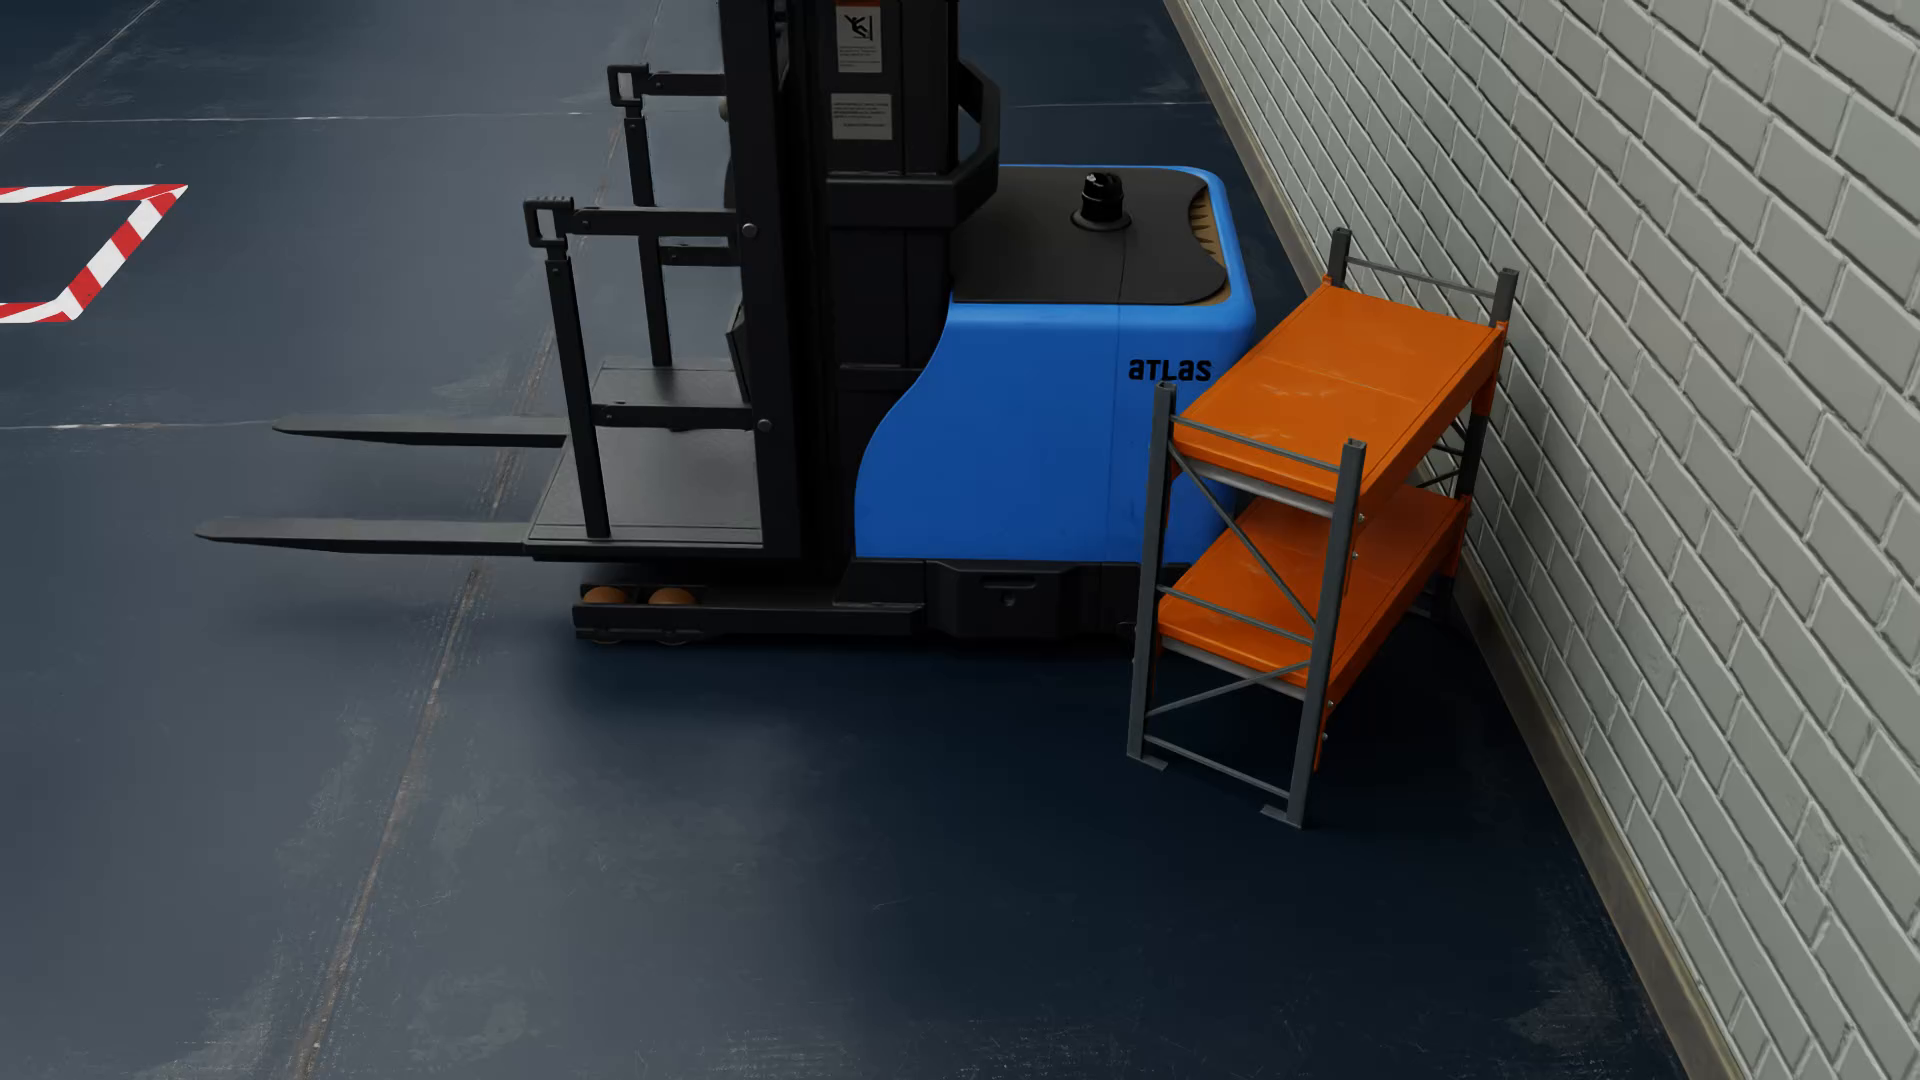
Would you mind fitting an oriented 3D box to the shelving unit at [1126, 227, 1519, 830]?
[{"bbox_3d":[0.940,-0.059,4.346,0.538,1.125,1.048,21,40,27],"label":"shelving unit"}]

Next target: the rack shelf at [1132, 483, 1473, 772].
[{"bbox_3d":[0.940,0.142,4.486,0.538,0.278,1.000,21,40,27],"label":"rack shelf"}]

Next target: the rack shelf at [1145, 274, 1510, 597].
[{"bbox_3d":[0.940,-0.299,4.180,0.538,0.278,1.000,21,40,27],"label":"rack shelf"}]

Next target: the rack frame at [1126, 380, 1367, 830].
[{"bbox_3d":[0.659,0.182,3.998,0.500,1.125,0.032,21,40,27],"label":"rack frame"}]

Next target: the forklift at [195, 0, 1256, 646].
[{"bbox_3d":[-0.726,-1.200,4.408,3.031,2.935,1.130,1,35,2],"label":"forklift"}]

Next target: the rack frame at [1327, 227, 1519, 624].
[{"bbox_3d":[1.221,-0.300,4.695,0.500,1.125,0.032,21,40,27],"label":"rack frame"}]
